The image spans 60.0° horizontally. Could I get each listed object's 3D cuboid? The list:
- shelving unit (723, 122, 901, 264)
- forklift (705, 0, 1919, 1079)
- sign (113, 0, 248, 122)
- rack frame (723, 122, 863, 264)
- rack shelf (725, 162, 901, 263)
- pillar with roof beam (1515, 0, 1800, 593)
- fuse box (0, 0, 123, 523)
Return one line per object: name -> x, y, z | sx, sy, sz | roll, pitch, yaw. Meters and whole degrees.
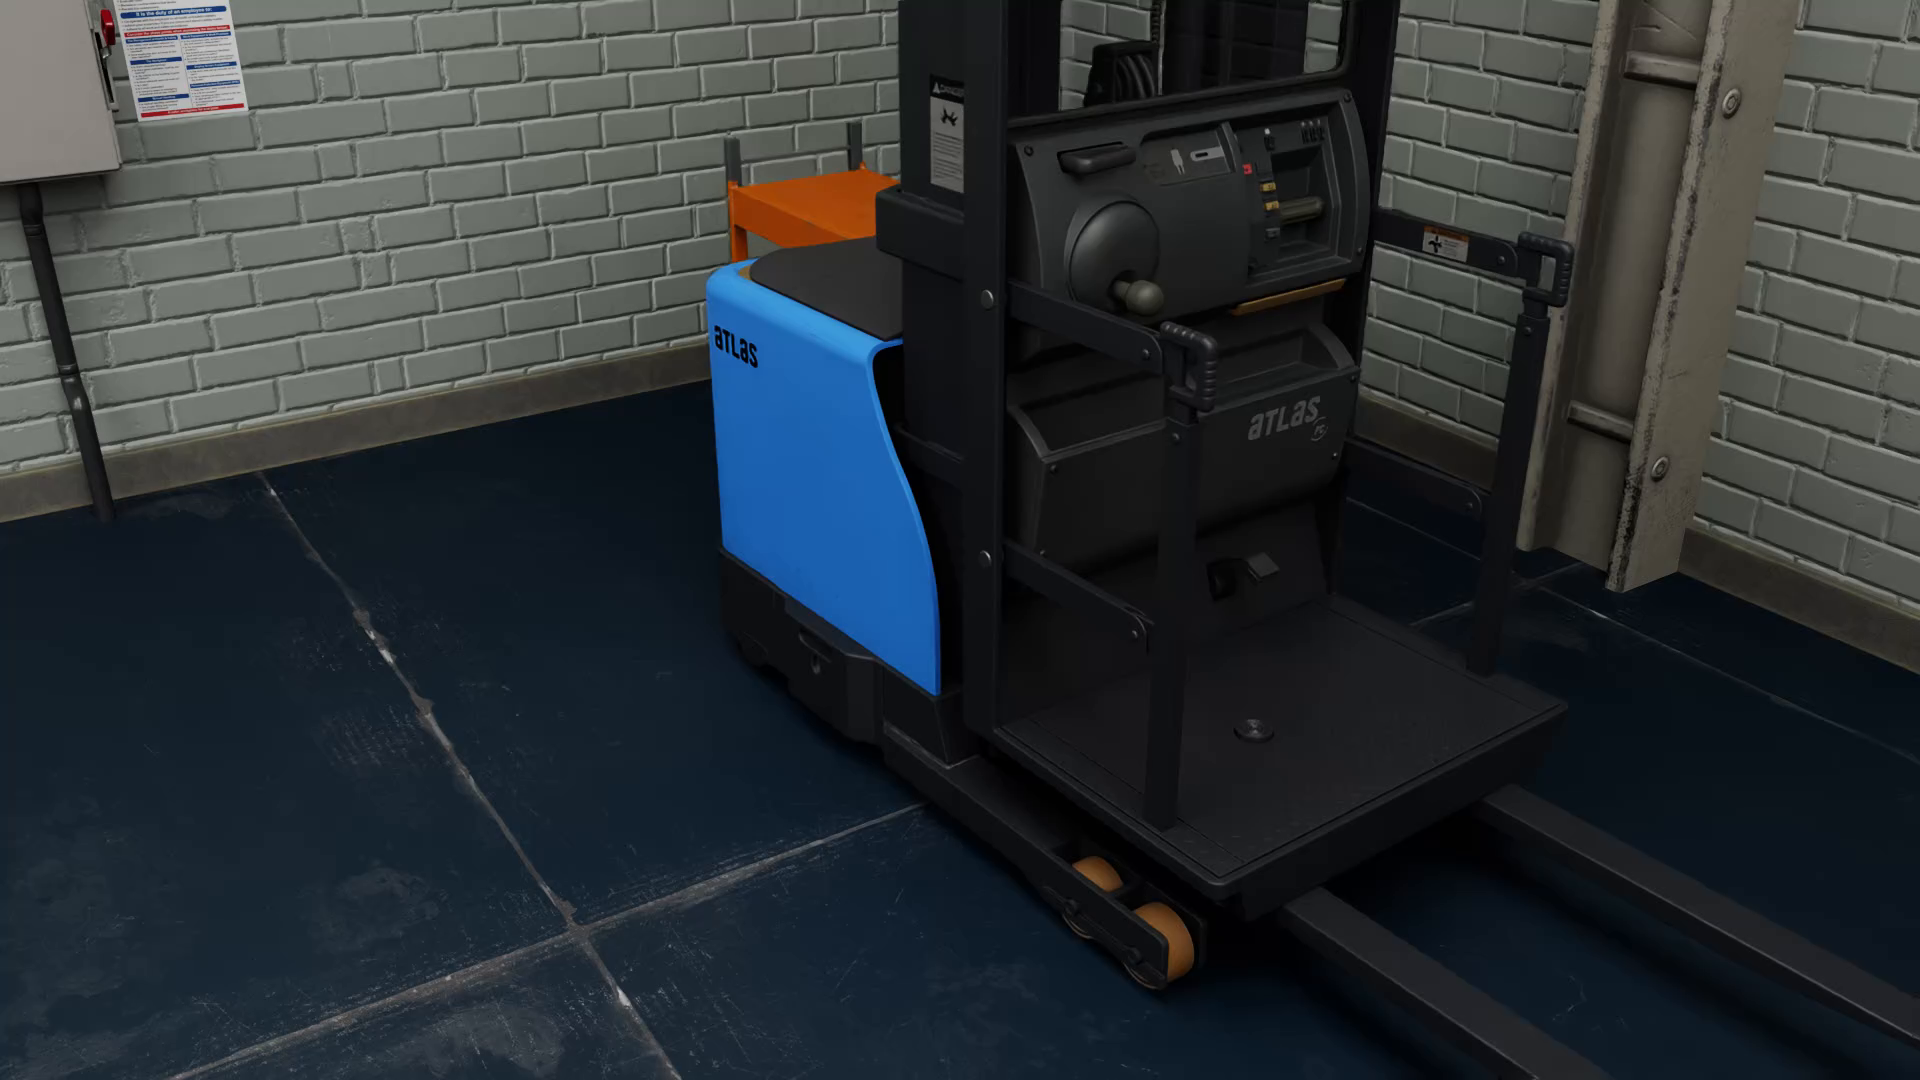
shelving unit -> -0.263, -0.655, 5.320 | 0.538, 1.125, 1.048 | -16, 30, -30
forklift -> 0.624, -0.664, 3.224 | 1.130, 2.935, 3.031 | -18, 31, -33
sign -> -2.429, -1.567, 5.168 | 0.329, 0.494, 0.001 | -16, 29, -30
rack frame -> -0.545, -0.836, 5.702 | 0.500, 1.125, 0.032 | -16, 30, -30
rack shelf -> -0.263, -0.920, 5.195 | 0.538, 0.278, 1.000 | -16, 30, -30
pillar with roof beam -> -1.638, -3.015, 1.095 | 9.100, 9.000, 0.400 | -16, 29, -30
fuse box -> -2.729, -0.839, 5.022 | 0.539, 1.711, 0.414 | -16, 29, -30
